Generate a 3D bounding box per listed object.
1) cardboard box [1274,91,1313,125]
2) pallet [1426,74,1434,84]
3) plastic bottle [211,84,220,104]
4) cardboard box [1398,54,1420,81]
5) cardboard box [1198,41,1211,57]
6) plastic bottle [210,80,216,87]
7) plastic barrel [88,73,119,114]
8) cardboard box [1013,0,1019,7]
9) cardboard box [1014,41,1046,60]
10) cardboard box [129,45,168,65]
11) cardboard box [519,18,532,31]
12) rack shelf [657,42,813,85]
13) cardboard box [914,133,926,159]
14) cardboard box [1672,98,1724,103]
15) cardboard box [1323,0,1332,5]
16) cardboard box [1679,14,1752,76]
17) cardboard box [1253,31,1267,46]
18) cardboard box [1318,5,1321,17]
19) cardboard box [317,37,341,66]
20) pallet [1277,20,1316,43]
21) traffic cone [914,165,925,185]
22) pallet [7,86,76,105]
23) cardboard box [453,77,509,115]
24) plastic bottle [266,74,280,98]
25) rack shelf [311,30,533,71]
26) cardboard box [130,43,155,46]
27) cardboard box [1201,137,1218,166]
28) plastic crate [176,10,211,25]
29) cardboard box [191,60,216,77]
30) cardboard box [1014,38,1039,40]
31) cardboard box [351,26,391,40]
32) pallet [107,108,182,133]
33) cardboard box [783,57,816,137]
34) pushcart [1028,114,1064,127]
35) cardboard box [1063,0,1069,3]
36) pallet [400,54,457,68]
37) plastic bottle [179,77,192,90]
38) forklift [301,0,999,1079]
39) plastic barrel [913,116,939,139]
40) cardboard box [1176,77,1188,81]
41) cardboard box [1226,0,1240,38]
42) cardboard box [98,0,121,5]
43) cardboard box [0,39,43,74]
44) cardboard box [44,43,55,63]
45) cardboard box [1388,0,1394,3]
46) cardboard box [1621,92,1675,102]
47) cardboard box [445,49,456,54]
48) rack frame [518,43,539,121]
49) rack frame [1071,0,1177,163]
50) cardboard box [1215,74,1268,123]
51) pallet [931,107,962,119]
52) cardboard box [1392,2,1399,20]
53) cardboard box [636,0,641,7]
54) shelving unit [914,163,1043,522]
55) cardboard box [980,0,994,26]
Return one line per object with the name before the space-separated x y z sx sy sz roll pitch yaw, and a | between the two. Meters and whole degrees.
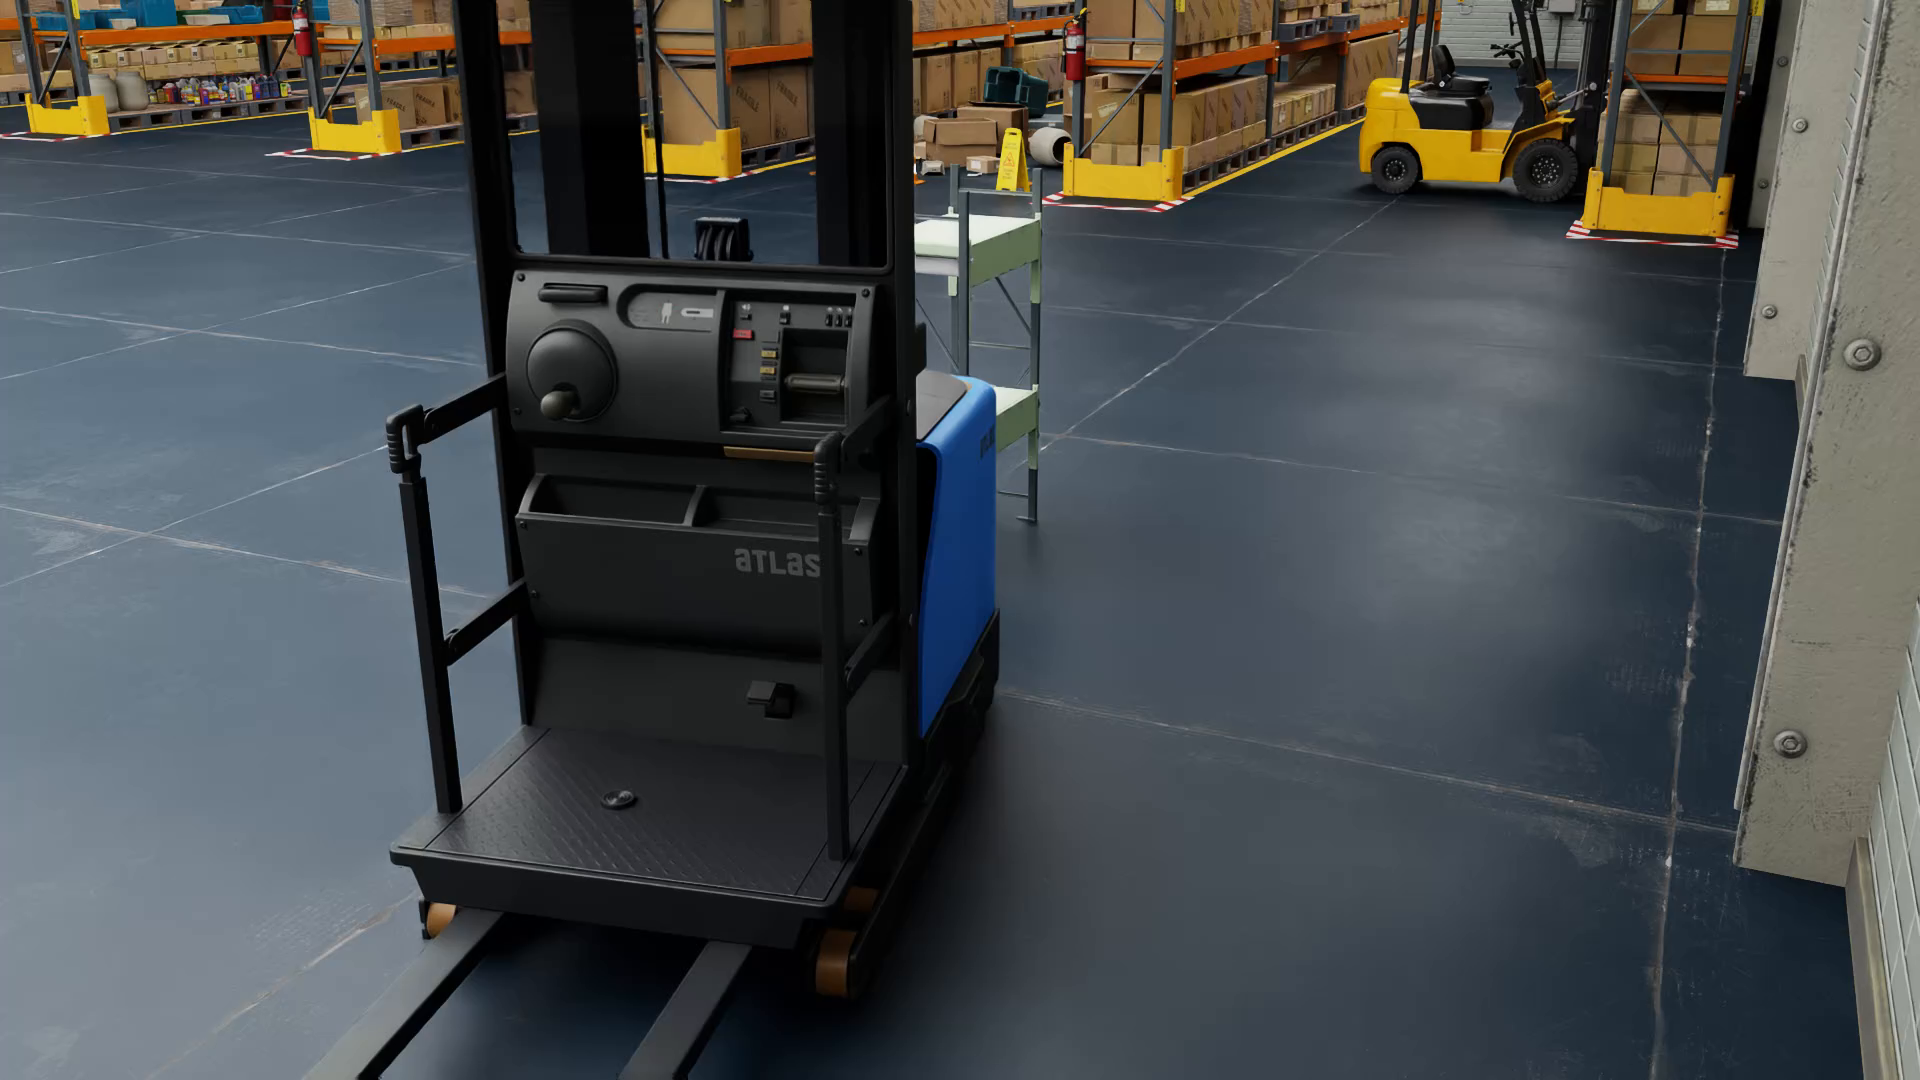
cardboard box | 4.014 -5.609 21.559 0.950 0.372 0.625 9 22 24
pallet | 7.885 -8.155 29.584 1.003 0.211 1.213 9 21 23
plastic bottle | -10.762 -6.441 24.018 0.097 0.271 0.097 0 20 0
cardboard box | 7.224 -7.943 28.023 0.875 0.438 0.875 8 21 21
cardboard box | 2.336 -5.010 16.955 0.380 0.149 0.250 9 21 24
plastic bottle | -11.145 -6.719 24.800 0.097 0.271 0.097 0 20 0
plastic barrel | -11.771 -6.109 22.757 0.421 0.512 0.421 0 20 0
cardboard box | 0.675 -8.115 25.059 0.380 0.149 0.250 8 21 22
cardboard box | 1.019 -7.633 25.939 0.500 0.250 0.500 8 21 22
cardboard box | -14.033 -8.345 28.597 0.500 0.311 0.500 8 21 21
cardboard box | -5.903 -6.956 22.426 0.380 0.149 0.250 9 21 23
rack shelf | -2.149 -5.753 19.744 1.077 0.370 4.000 9 21 23
cardboard box | -0.354 -4.637 19.612 0.396 0.266 0.258 13 23 32
cardboard box | 7.121 -4.107 16.027 0.500 0.250 0.500 8 21 22
cardboard box | 4.525 -7.172 21.440 0.500 0.500 0.500 7 21 19
cardboard box | 6.575 -4.313 14.471 0.500 0.500 0.500 9 22 24
cardboard box | 3.278 -5.720 18.951 0.380 0.149 0.250 9 22 24
cardboard box | 4.383 -6.741 21.194 0.380 0.149 0.250 8 21 21
cardboard box | -12.346 -9.441 32.114 0.500 0.500 0.500 8 21 22
pallet | 3.673 -6.179 20.152 1.003 0.211 1.213 9 21 23
traffic cone | -0.563 -3.994 17.510 0.336 0.463 0.334 9 21 23
pallet | -15.214 -7.225 26.968 1.003 0.211 1.213 9 21 23
cardboard box | -6.424 -5.942 22.304 0.500 0.500 0.500 7 21 18
plastic bottle | -10.333 -6.818 24.959 0.144 0.351 0.185 8 21 21
rack shelf | -6.633 -6.465 21.744 1.077 0.370 4.000 9 21 23
cardboard box | -14.323 -8.571 29.232 0.500 0.311 0.500 8 21 22
cardboard box | 2.388 -4.099 17.494 0.500 0.250 0.500 9 22 25
plastic crate | -11.146 -7.619 24.231 0.450 0.188 0.662 9 21 23
cardboard box | -13.621 -8.395 29.575 0.500 0.250 0.500 9 22 24
cardboard box | 0.974 -8.015 27.013 0.500 0.250 0.500 9 22 25
cardboard box | -7.118 -6.129 20.100 0.380 0.149 0.250 9 21 23
pallet | -11.645 -5.836 23.063 1.003 0.211 1.213 9 21 23
cardboard box | -2.017 -5.442 20.338 0.875 0.875 0.875 9 21 23
pushcart | 1.127 -5.118 20.795 1.648 0.377 0.936 1 20 4
cardboard box | 1.543 -8.762 26.879 0.380 0.149 0.250 8 21 20
pallet | -11.292 -10.117 35.102 1.003 0.211 1.213 9 21 23
plastic bottle | -11.369 -6.620 24.403 0.144 0.351 0.185 10 22 25
forklift | -0.703 -0.436 3.821 1.130 2.935 3.031 4 20 12
plastic barrel | -0.395 -4.933 20.207 0.421 0.421 0.512 -9 22 -24
cardboard box | 2.317 -5.203 18.513 0.380 0.149 0.250 10 22 26
cardboard box | 2.654 -5.598 17.640 0.500 0.500 0.500 8 21 22
cardboard box | -14.305 -9.216 28.258 0.500 0.500 0.500 10 22 27
cardboard box | -15.056 -7.708 26.525 0.500 0.500 0.500 9 21 23
cardboard box | -17.980 -9.479 32.221 0.700 0.500 0.500 9 21 23
cardboard box | 6.347 -8.344 25.432 0.500 0.250 0.500 9 22 24
cardboard box | 6.861 -4.336 16.668 0.500 0.250 0.500 9 22 25
cardboard box | -10.860 -10.458 35.471 0.380 0.166 0.250 9 21 23
rack frame | -5.814 -7.415 23.343 1.000 3.000 0.127 9 21 23
rack frame | 1.589 -4.833 16.081 1.000 3.000 0.127 9 21 23
cardboard box | 3.230 -5.093 19.172 0.500 0.500 0.500 8 21 22
pallet | -0.585 -6.010 23.554 1.003 0.211 1.213 9 21 23
cardboard box | 6.549 -8.259 25.938 0.500 0.250 0.500 8 21 21
cardboard box | -5.188 -8.204 24.781 0.797 0.503 0.637 11 22 28
shelving unit | -0.003 -0.705 6.712 0.431 1.500 0.755 9 21 23
cardboard box | 0.163 -7.647 23.845 0.500 0.500 0.500 9 21 23
